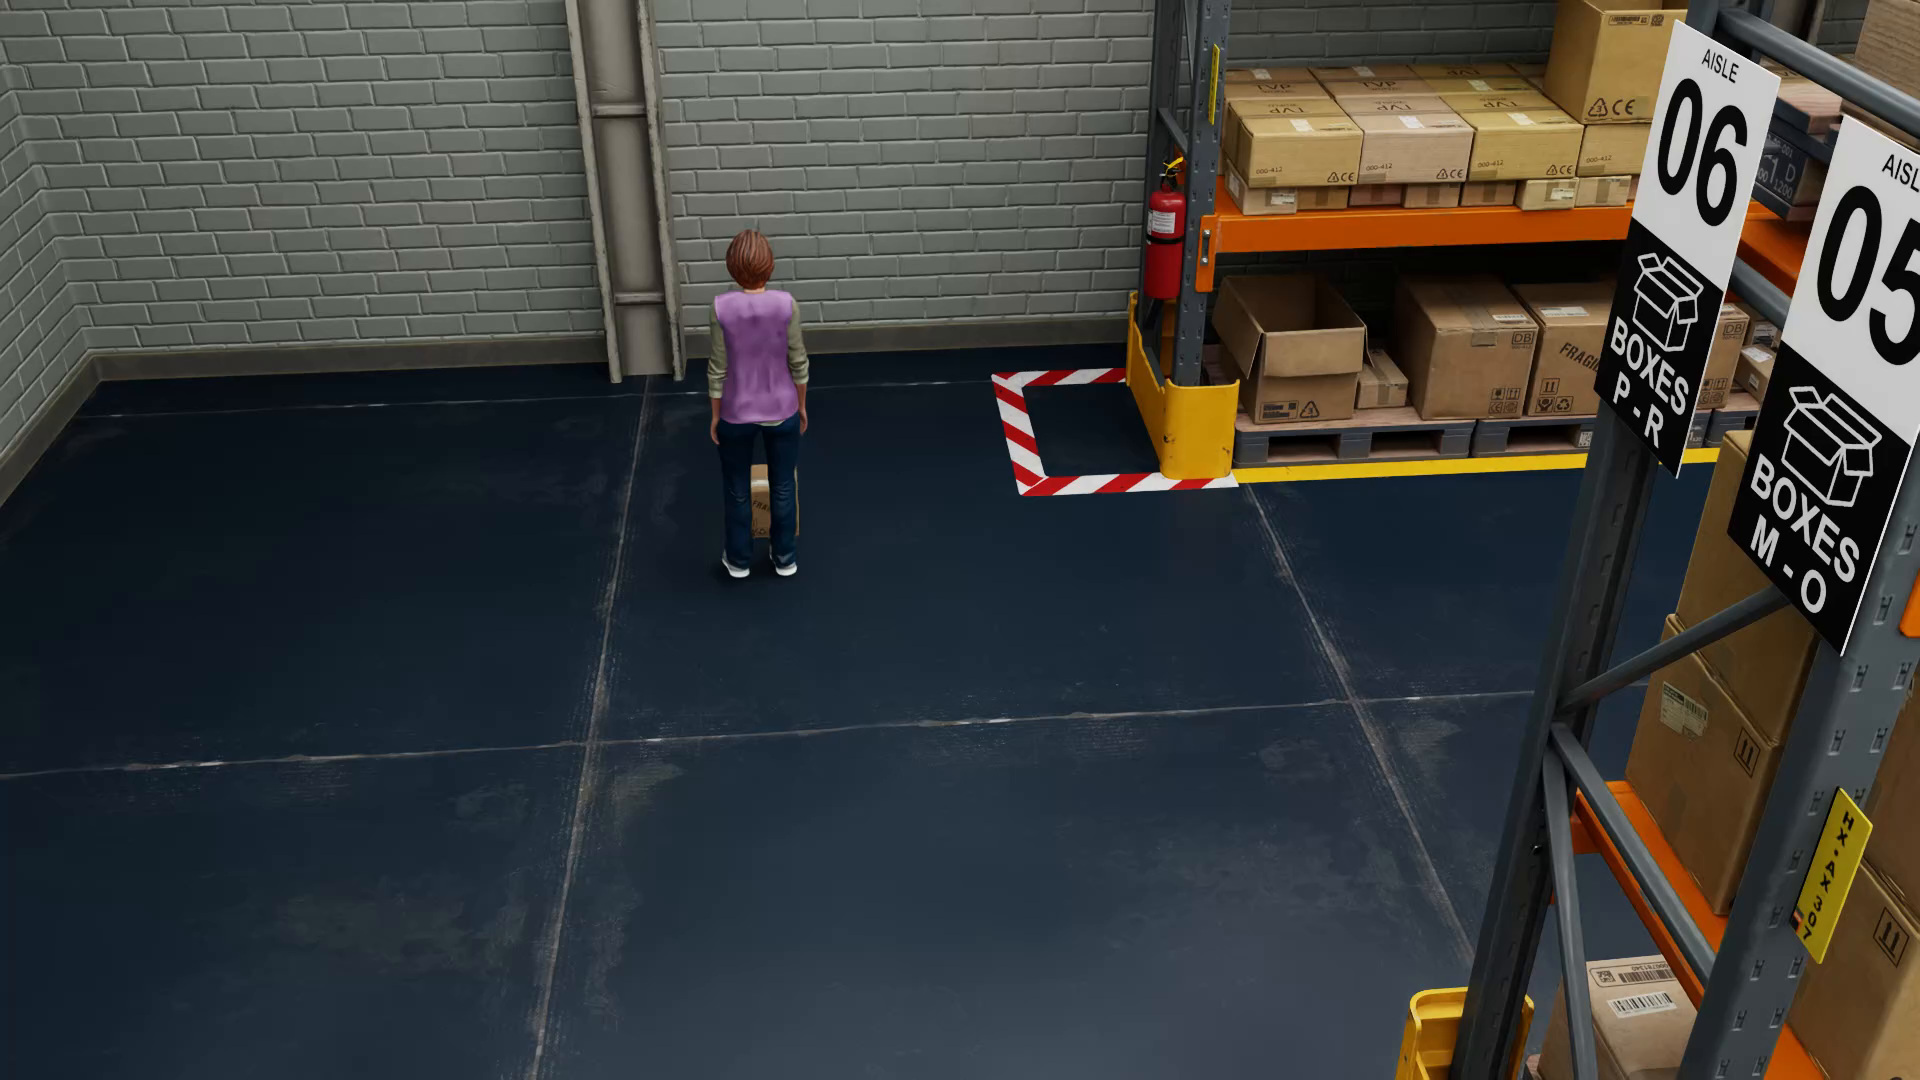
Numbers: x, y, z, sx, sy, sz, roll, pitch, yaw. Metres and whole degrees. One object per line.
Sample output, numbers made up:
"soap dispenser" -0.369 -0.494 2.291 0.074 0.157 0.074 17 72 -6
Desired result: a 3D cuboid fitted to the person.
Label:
"person" -0.844 -0.539 7.001 0.425 1.589 0.383 -5 32 -9
